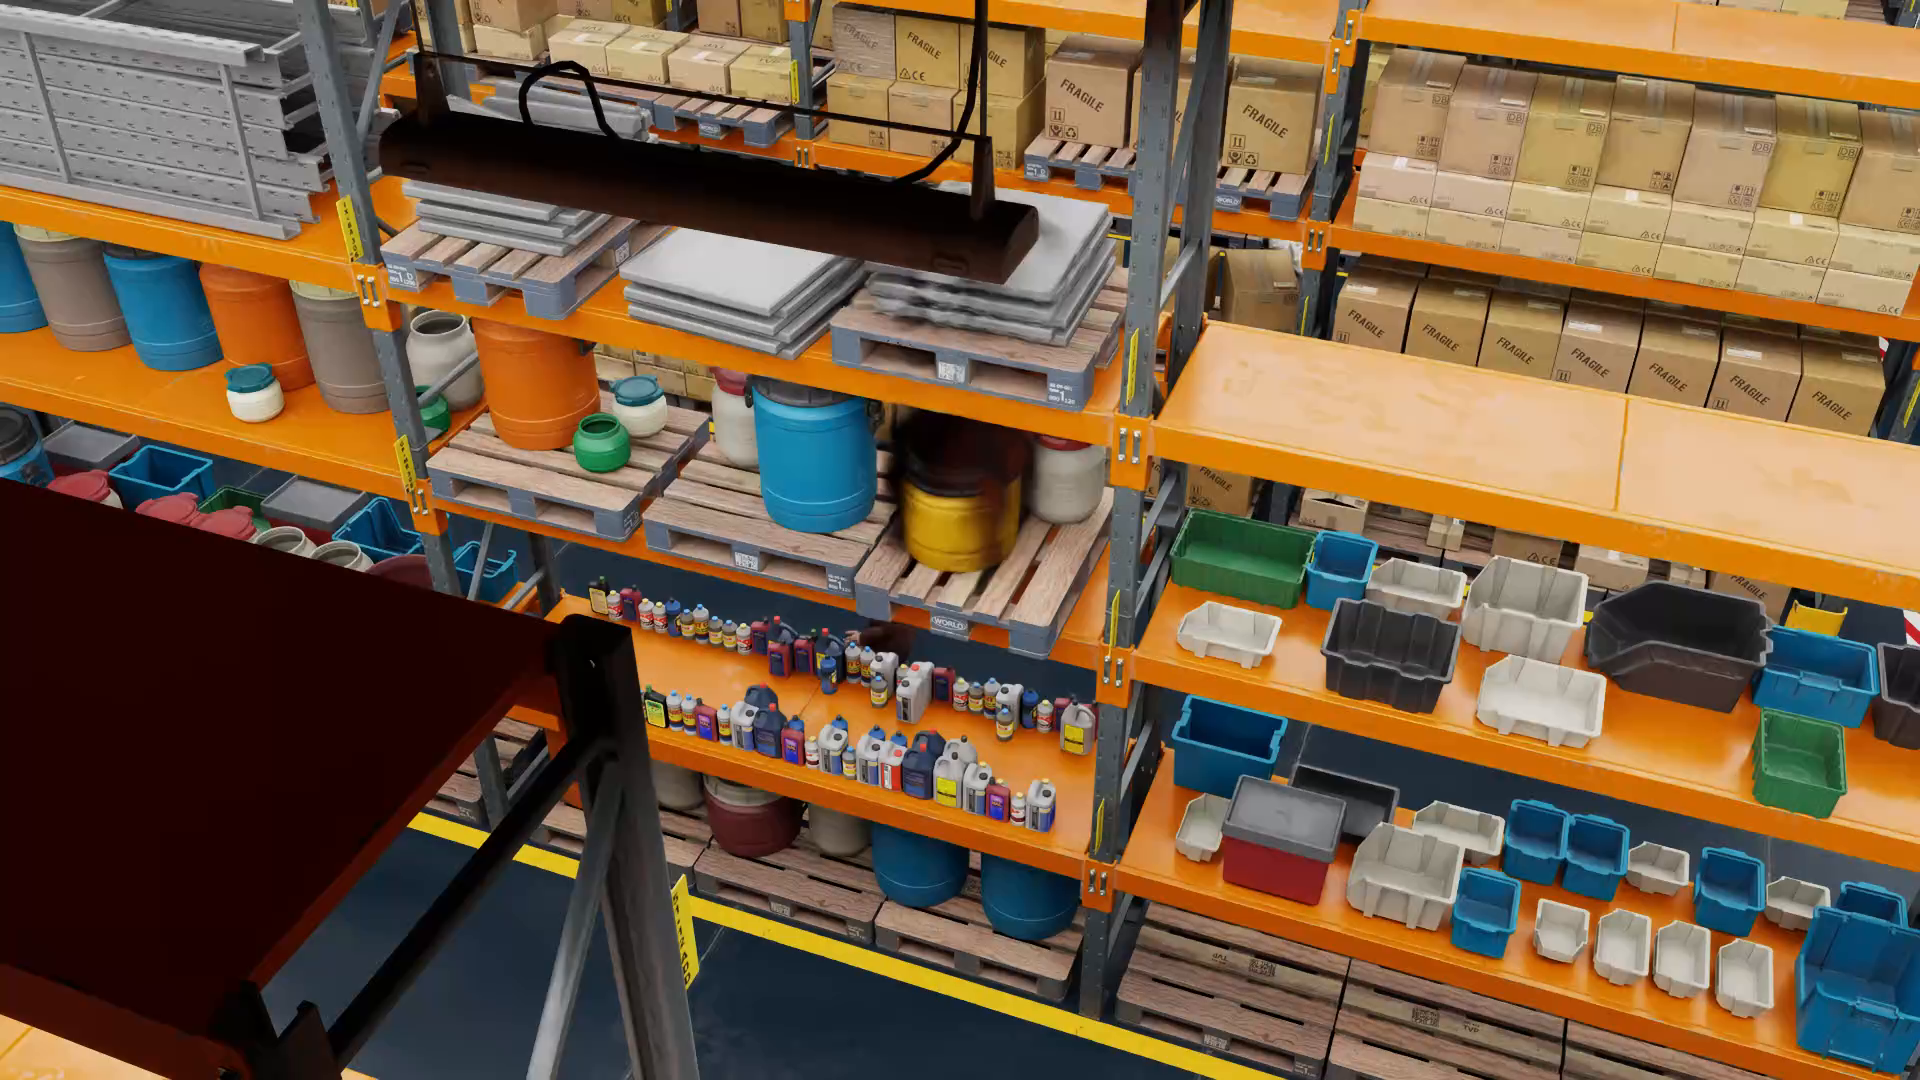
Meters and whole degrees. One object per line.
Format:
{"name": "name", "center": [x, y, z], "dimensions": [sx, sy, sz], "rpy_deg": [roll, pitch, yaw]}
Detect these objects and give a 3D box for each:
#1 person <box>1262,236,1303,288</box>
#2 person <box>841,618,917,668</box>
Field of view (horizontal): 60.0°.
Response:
{"name": "person", "center": [2.990, -2.524, 15.565], "dimensions": [0.796, 1.493, 0.639], "rpy_deg": [1, 37, 1]}
{"name": "person", "center": [-0.422, 0.623, 11.109], "dimensions": [0.674, 1.717, 0.704], "rpy_deg": [7, 37, 9]}
